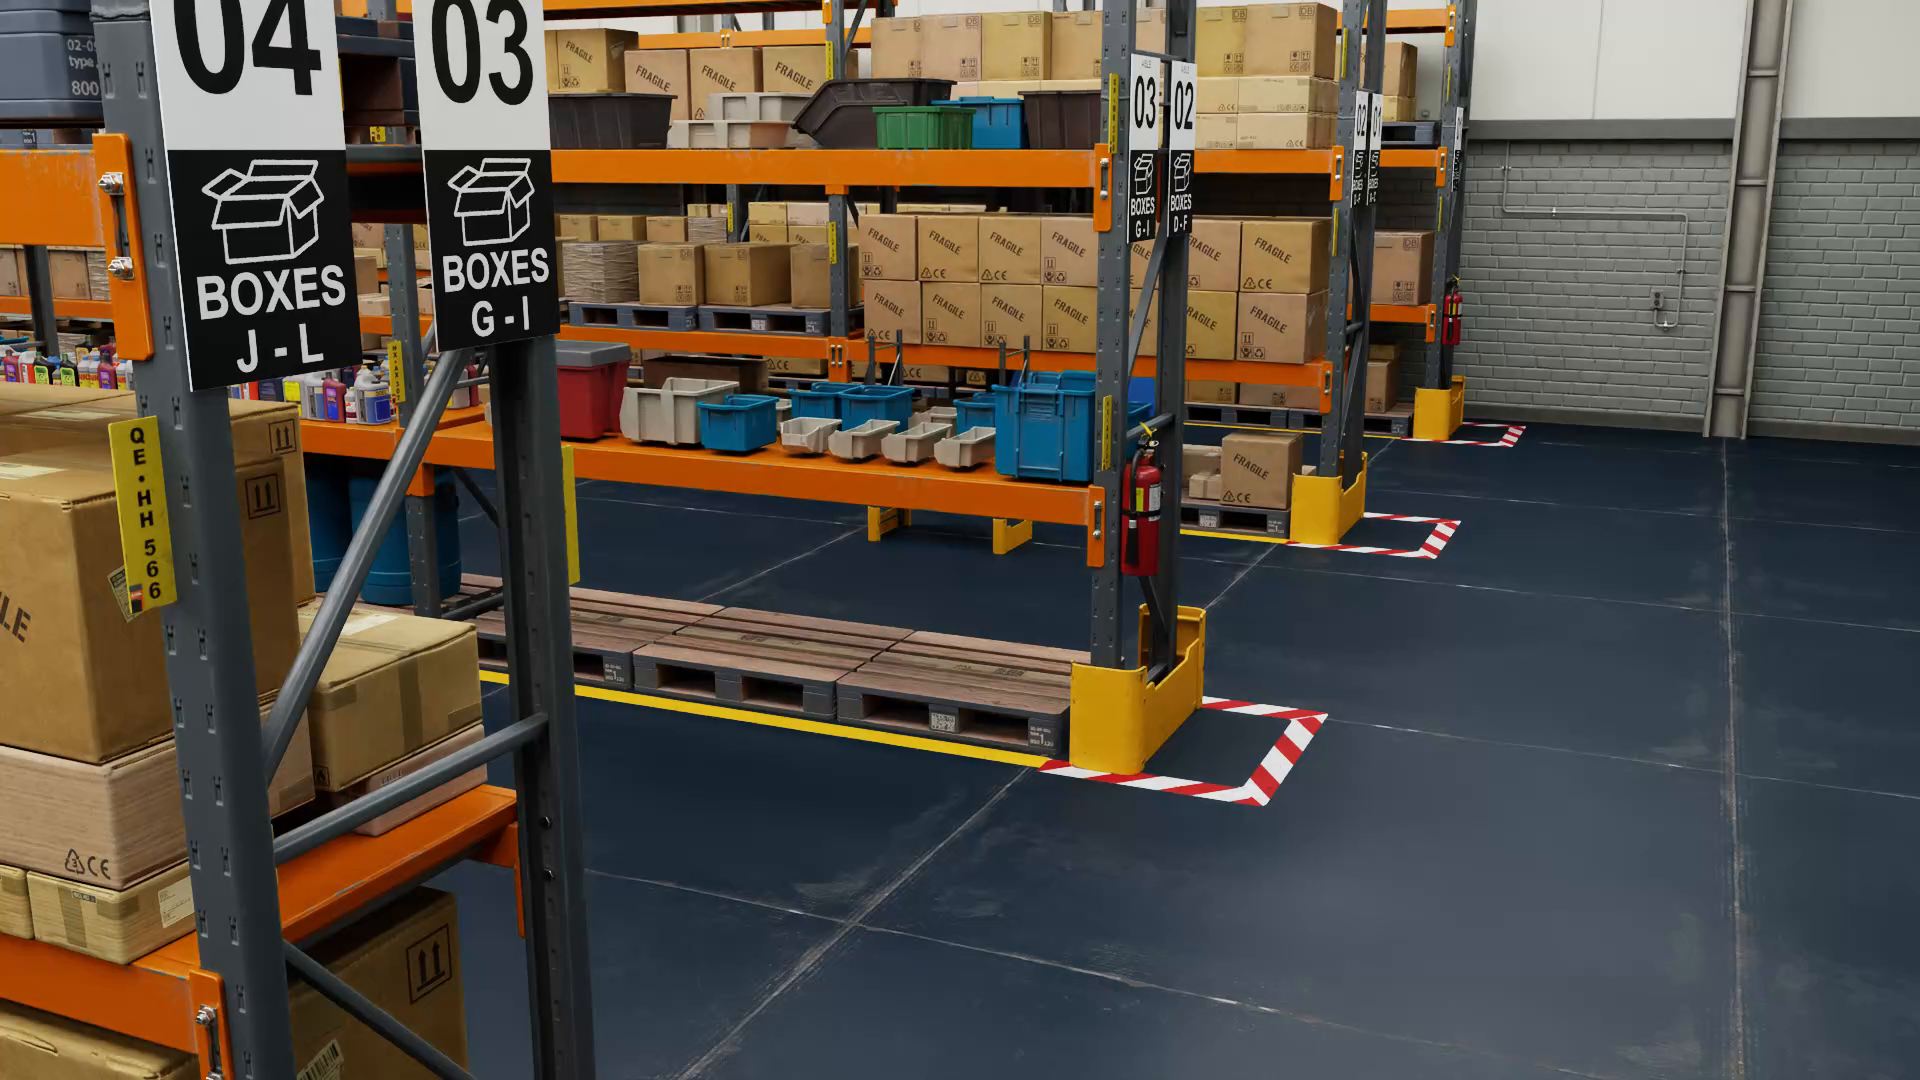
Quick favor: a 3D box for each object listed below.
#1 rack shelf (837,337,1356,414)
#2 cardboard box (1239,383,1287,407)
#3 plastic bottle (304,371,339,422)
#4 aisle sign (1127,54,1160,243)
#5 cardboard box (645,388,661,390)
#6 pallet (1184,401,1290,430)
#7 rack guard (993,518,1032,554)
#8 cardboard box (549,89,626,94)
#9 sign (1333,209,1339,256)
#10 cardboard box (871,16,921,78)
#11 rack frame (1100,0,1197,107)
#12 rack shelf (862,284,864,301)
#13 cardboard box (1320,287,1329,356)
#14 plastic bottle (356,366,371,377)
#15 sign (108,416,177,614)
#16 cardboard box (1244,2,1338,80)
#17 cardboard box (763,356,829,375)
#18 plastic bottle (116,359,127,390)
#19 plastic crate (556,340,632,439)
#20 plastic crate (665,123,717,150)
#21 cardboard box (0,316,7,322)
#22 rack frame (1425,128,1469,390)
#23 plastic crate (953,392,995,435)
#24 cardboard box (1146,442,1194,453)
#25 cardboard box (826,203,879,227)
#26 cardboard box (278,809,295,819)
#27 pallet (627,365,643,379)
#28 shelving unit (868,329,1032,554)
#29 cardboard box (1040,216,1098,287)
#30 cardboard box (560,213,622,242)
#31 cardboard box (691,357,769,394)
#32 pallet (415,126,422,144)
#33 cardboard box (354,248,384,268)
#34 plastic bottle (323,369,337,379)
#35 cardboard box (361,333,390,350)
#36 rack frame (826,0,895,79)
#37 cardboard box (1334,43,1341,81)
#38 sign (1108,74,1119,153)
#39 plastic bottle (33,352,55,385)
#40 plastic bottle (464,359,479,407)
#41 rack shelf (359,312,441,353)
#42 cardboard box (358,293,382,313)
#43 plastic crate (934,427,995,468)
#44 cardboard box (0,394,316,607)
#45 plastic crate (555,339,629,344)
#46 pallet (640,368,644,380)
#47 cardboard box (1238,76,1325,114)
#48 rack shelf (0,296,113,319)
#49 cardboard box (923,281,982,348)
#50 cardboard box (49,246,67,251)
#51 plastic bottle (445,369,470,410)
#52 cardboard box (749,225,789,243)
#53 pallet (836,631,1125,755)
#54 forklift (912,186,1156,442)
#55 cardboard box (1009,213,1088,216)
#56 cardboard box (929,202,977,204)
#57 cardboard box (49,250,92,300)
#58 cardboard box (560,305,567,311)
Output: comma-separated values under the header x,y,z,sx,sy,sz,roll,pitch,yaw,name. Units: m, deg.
x,y,z,sx,sy,sz,roll,pitch,yaw,name
1.039,-1.380,13.143,4.000,0.370,1.077,6,14,23,rack shelf
3.272,-1.704,17.503,0.500,0.500,0.700,5,14,21,cardboard box
-3.625,-0.823,9.468,0.135,0.276,0.152,6,14,23,plastic bottle
0.805,-1.708,7.278,0.004,0.787,0.394,6,14,23,aisle sign
-2.541,-1.150,15.096,0.500,0.500,0.500,5,14,21,cardboard box
2.996,-1.393,17.730,1.213,0.211,1.003,6,14,23,pallet
0.386,-0.083,12.060,0.087,0.250,0.587,6,14,23,rack guard
-3.093,-3.665,14.525,0.500,0.500,0.910,6,14,23,cardboard box
2.624,-2.148,11.618,0.005,0.325,0.100,6,14,23,sign
-0.330,-3.874,13.223,0.500,0.500,0.700,6,14,23,cardboard box
0.858,-3.431,7.179,0.127,3.000,1.000,6,14,23,rack frame
-0.615,-2.785,19.131,4.000,0.370,1.077,6,14,23,rack shelf
2.569,-1.690,12.670,0.500,0.500,0.500,6,15,24,cardboard box
-3.676,-0.975,10.277,0.097,0.201,0.097,0,13,0,plastic bottle
-1.381,-0.043,2.819,0.005,0.325,0.100,6,14,23,sign
2.391,-3.585,11.992,0.500,0.500,0.700,6,14,23,cardboard box
-1.825,-2.382,19.629,0.750,0.750,0.750,6,14,22,cardboard box
-5.041,-0.957,10.050,0.097,0.271,0.097,0,13,0,plastic bottle
-2.085,-0.806,8.852,0.583,0.464,0.402,6,14,23,plastic crate
-1.482,-2.174,8.967,0.466,0.136,0.293,6,14,23,plastic crate
-11.151,-2.269,18.815,0.500,0.500,0.500,6,14,23,cardboard box
4.870,-2.580,16.683,0.127,3.000,1.000,6,14,23,rack frame
0.163,-0.611,8.527,0.300,0.233,0.416,6,14,23,plastic crate
1.571,-0.622,13.397,0.500,0.250,0.500,6,14,23,cardboard box
-1.183,-3.697,18.891,0.500,0.250,0.500,6,14,24,cardboard box
-1.574,0.521,4.018,0.250,0.149,0.380,6,14,22,cardboard box
-4.269,-2.148,20.948,1.213,0.211,1.003,6,14,23,pallet
-0.070,-0.737,12.114,1.083,1.500,0.587,6,14,23,shelving unit
0.941,-2.205,12.679,0.500,0.500,0.500,6,15,25,cardboard box
-4.527,-3.791,20.664,0.500,0.500,0.700,8,15,31,cardboard box
-2.048,-1.465,14.801,0.500,0.250,0.500,6,14,23,cardboard box
-5.104,-3.698,15.294,1.003,0.211,1.213,7,15,26,pallet
-7.575,-3.699,21.735,0.500,0.250,0.500,6,14,23,cardboard box
-3.714,-0.903,9.647,0.185,0.351,0.144,6,14,23,plastic bottle
-7.990,-2.844,22.316,0.500,0.500,0.700,5,14,20,cardboard box
-0.790,-4.836,13.164,0.127,3.000,1.000,6,14,23,rack frame
3.638,-4.645,16.465,0.500,0.500,0.500,6,15,25,cardboard box
0.650,-1.804,7.038,0.005,0.325,0.100,6,14,23,sign
-5.665,-1.022,10.298,0.133,0.283,0.061,6,14,23,plastic bottle
-2.962,-0.947,9.980,0.133,0.283,0.061,6,14,23,plastic bottle
-6.276,-2.120,16.298,4.000,0.370,1.077,6,14,23,rack shelf
-5.636,-2.269,15.908,0.250,0.149,0.380,7,15,27,cardboard box
0.039,-0.449,8.048,0.243,0.136,0.396,6,14,23,plastic crate
-1.935,-0.060,3.980,0.500,0.500,0.500,5,14,22,cardboard box
-2.234,-0.930,9.556,0.575,0.384,0.392,6,14,23,plastic crate
-3.158,-2.035,20.466,1.213,0.211,1.003,6,14,23,pallet
2.294,-3.170,11.865,0.500,0.250,0.500,6,14,23,cardboard box
-9.933,-2.490,17.875,4.000,0.370,1.077,6,14,23,rack shelf
0.035,-1.813,13.195,0.500,0.500,0.500,6,15,24,cardboard box
-9.146,-3.071,17.138,0.250,0.149,0.380,6,14,23,cardboard box
-3.027,-0.961,9.891,0.185,0.351,0.144,6,14,23,plastic bottle
-2.103,-3.425,19.371,0.500,0.500,0.500,6,15,25,cardboard box
0.119,0.763,8.543,1.213,0.211,1.003,6,14,23,pallet
0.447,-2.452,16.289,3.031,2.935,1.130,11,17,40,forklift
0.708,-2.364,13.356,0.500,0.500,0.500,6,14,24,cardboard box
-0.043,-3.708,18.934,0.500,0.250,0.500,5,14,21,cardboard box
-8.997,-2.791,17.364,0.500,0.500,0.700,6,14,23,cardboard box
-5.017,-2.948,21.119,0.500,0.250,0.500,5,14,22,cardboard box
